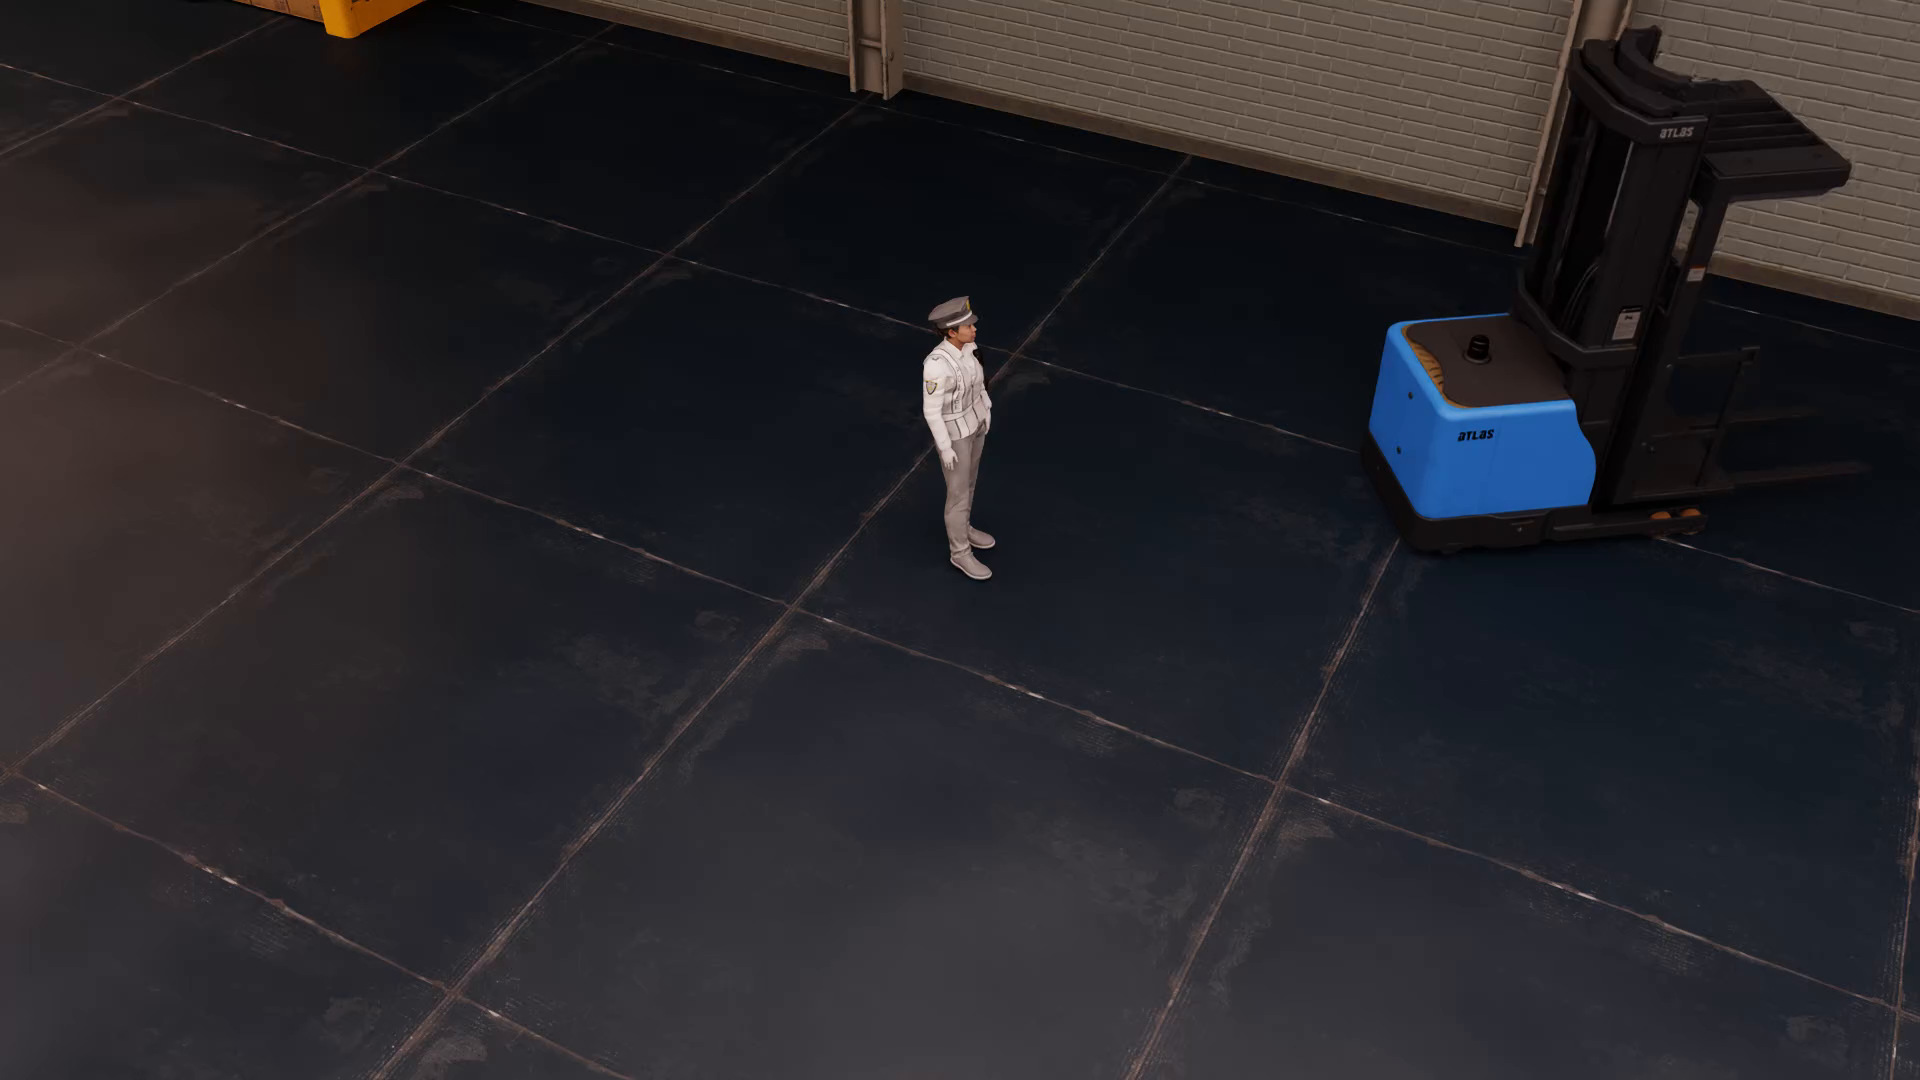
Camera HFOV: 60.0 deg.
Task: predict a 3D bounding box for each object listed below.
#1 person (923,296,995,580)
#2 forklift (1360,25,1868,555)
[{"bbox_3d":[0.066,-0.626,9.681,0.512,1.693,0.588,18,43,21],"label":"person"},{"bbox_3d":[4.160,-1.466,9.728,3.031,2.935,1.130,-5,40,-6],"label":"forklift"}]
